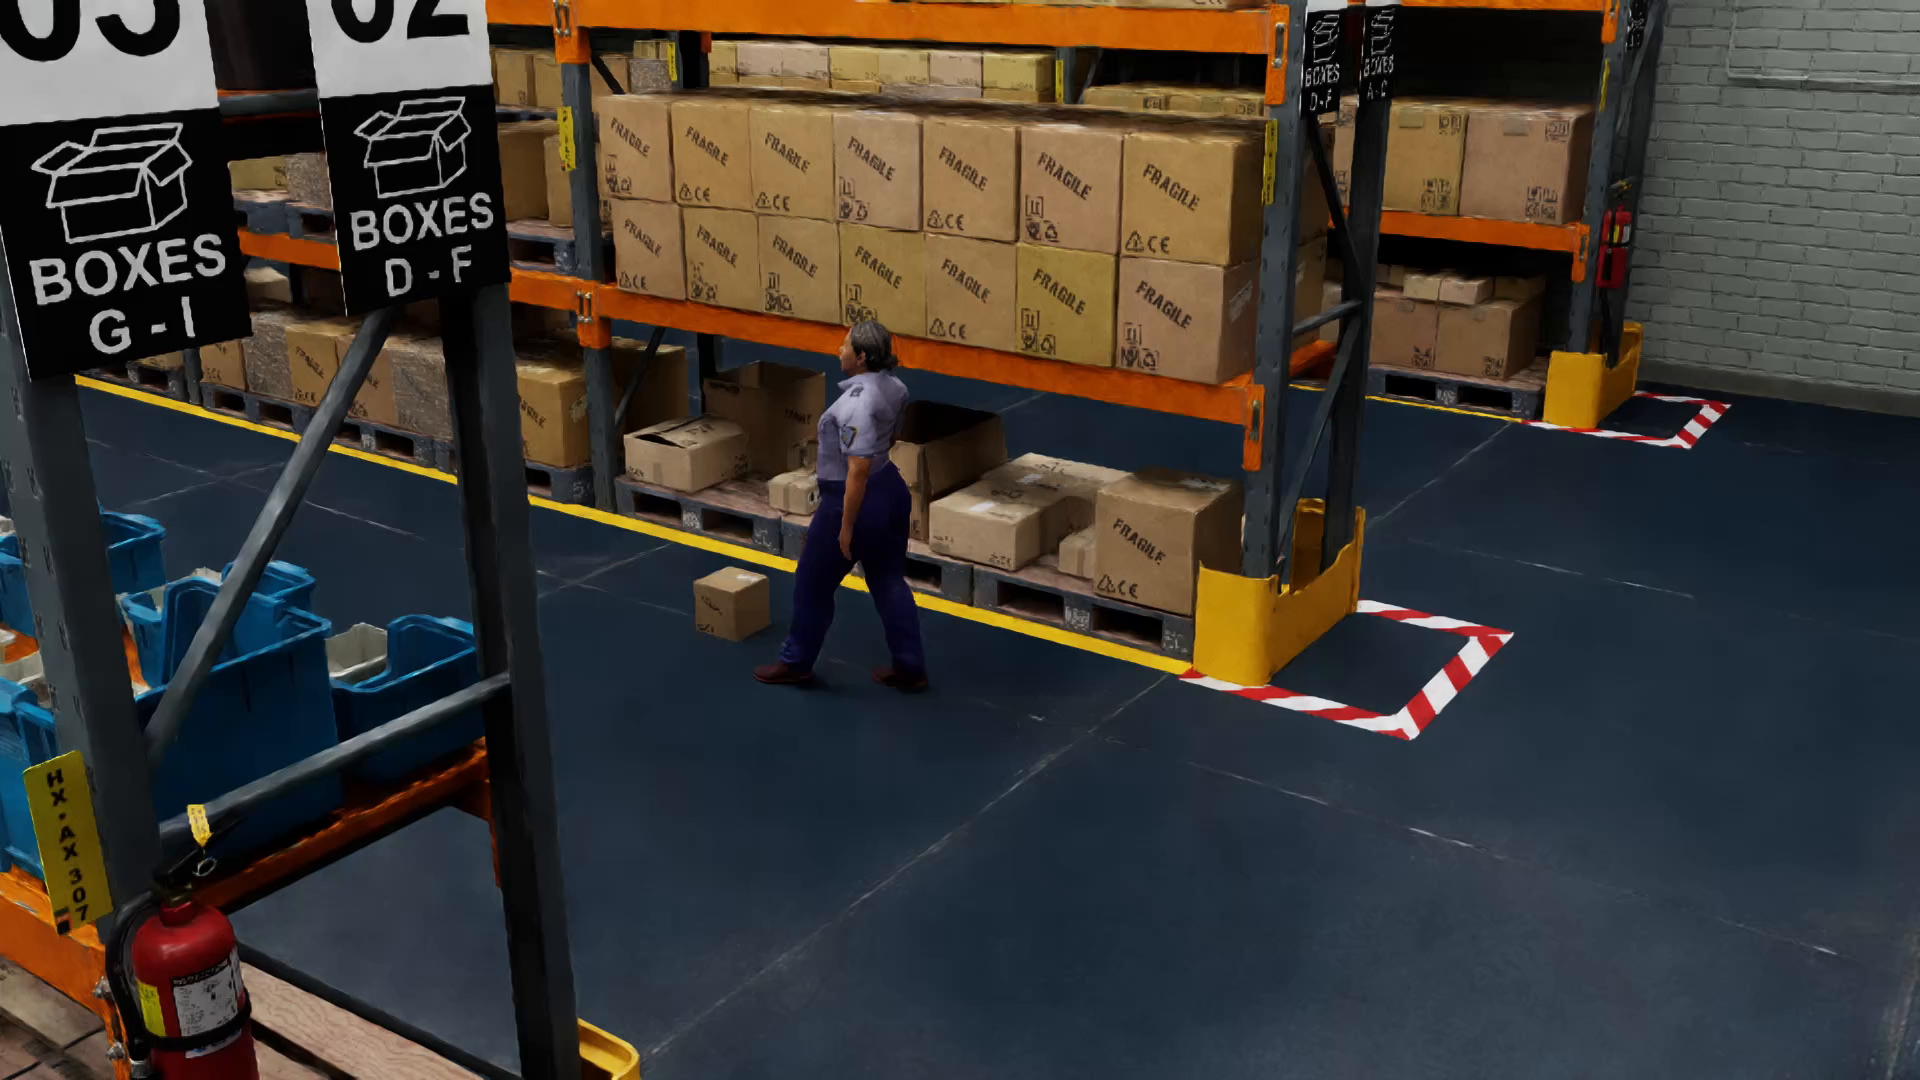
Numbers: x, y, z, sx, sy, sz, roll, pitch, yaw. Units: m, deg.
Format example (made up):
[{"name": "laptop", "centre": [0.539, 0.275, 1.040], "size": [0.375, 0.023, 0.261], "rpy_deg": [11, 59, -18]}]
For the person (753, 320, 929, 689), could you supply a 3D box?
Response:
[{"name": "person", "centre": [-0.517, -0.141, 7.018], "size": [0.764, 1.636, 0.549], "rpy_deg": [10, 22, 26]}]
